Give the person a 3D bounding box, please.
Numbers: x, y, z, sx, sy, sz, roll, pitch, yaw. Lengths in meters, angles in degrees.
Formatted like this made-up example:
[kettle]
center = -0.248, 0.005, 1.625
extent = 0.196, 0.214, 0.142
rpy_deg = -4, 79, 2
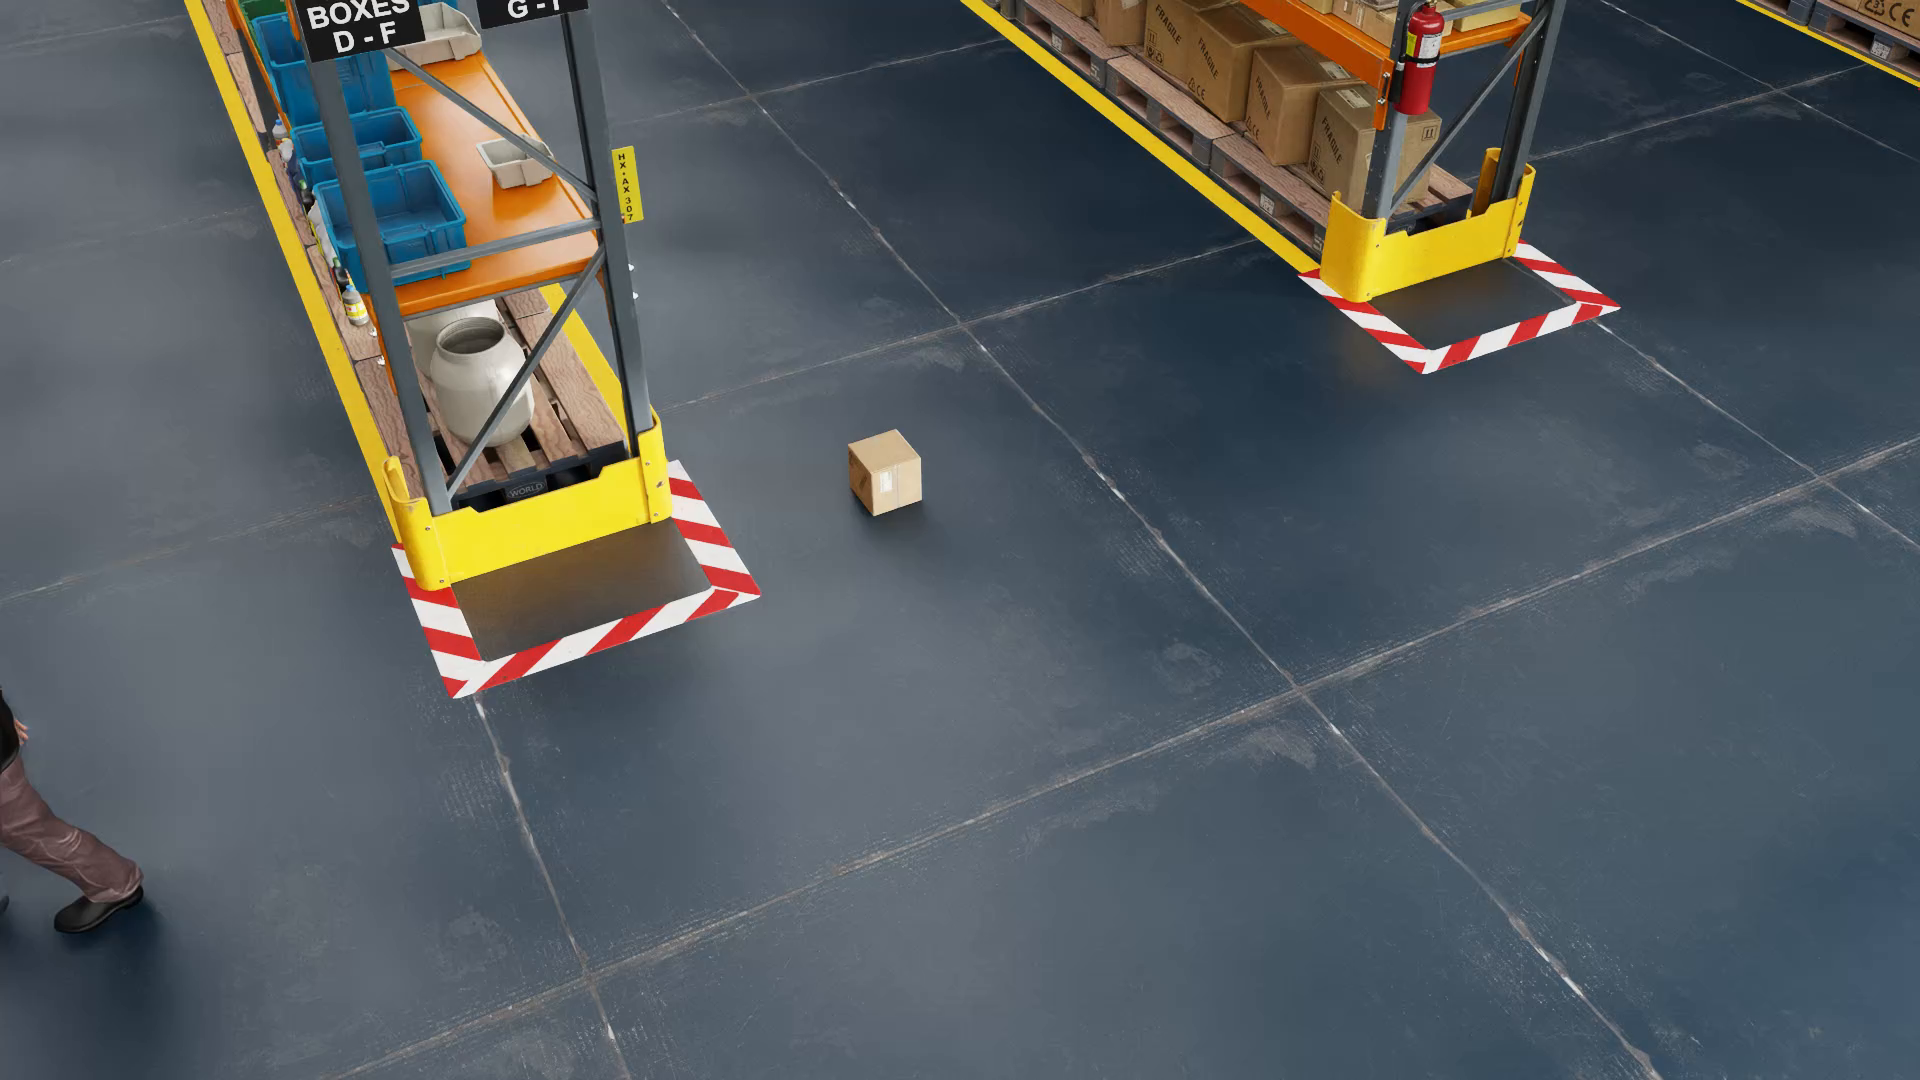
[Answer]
[person]
center = -3.281, 0.745, 5.325
extent = 0.801, 1.737, 0.541
rpy_deg = -21, 45, -22
